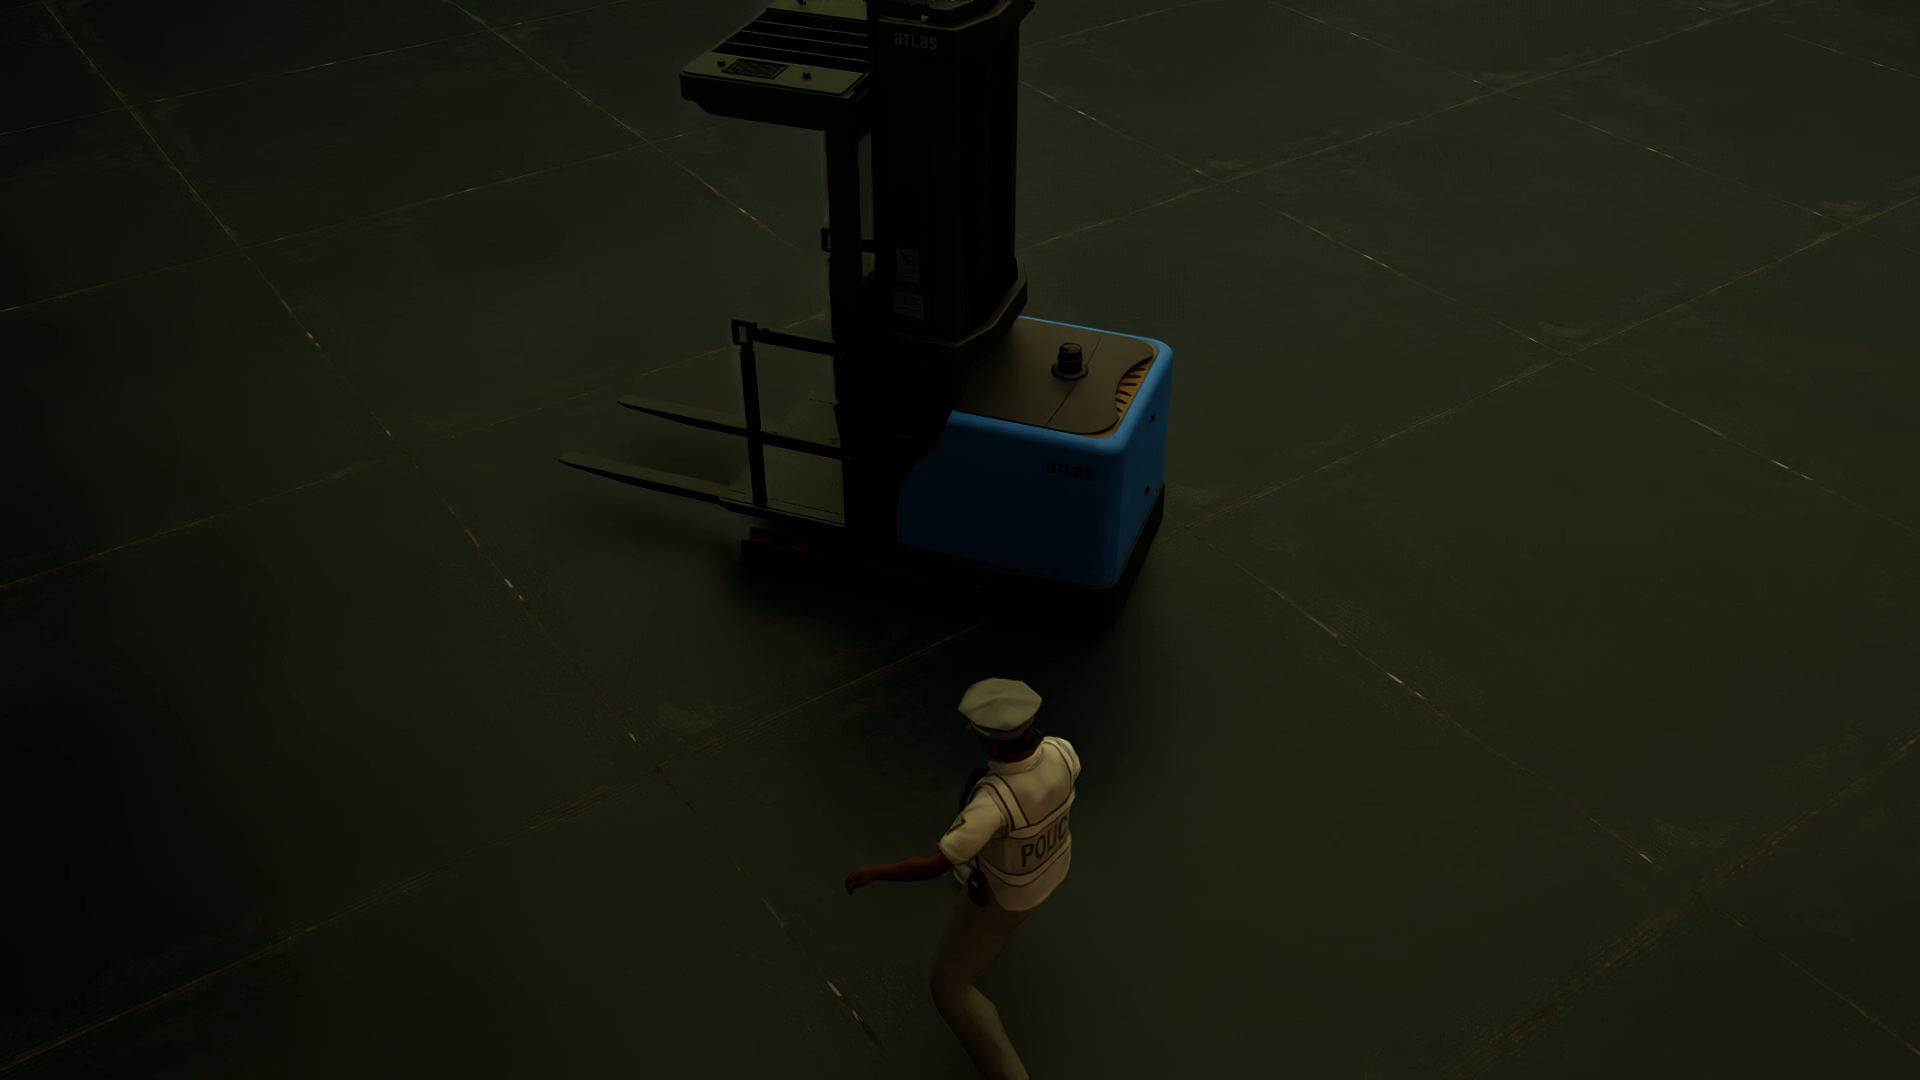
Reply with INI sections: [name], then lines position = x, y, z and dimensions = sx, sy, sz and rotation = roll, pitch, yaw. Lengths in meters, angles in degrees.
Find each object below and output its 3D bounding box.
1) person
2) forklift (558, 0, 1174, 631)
[person]
position = 0.107, 1.118, 5.677
dimensions = 0.815, 1.529, 0.918
rotation = 28, 45, 33
[forklift]
position = -0.547, -1.291, 7.691
dimensions = 3.031, 2.935, 1.130
rotation = 12, 38, 16
